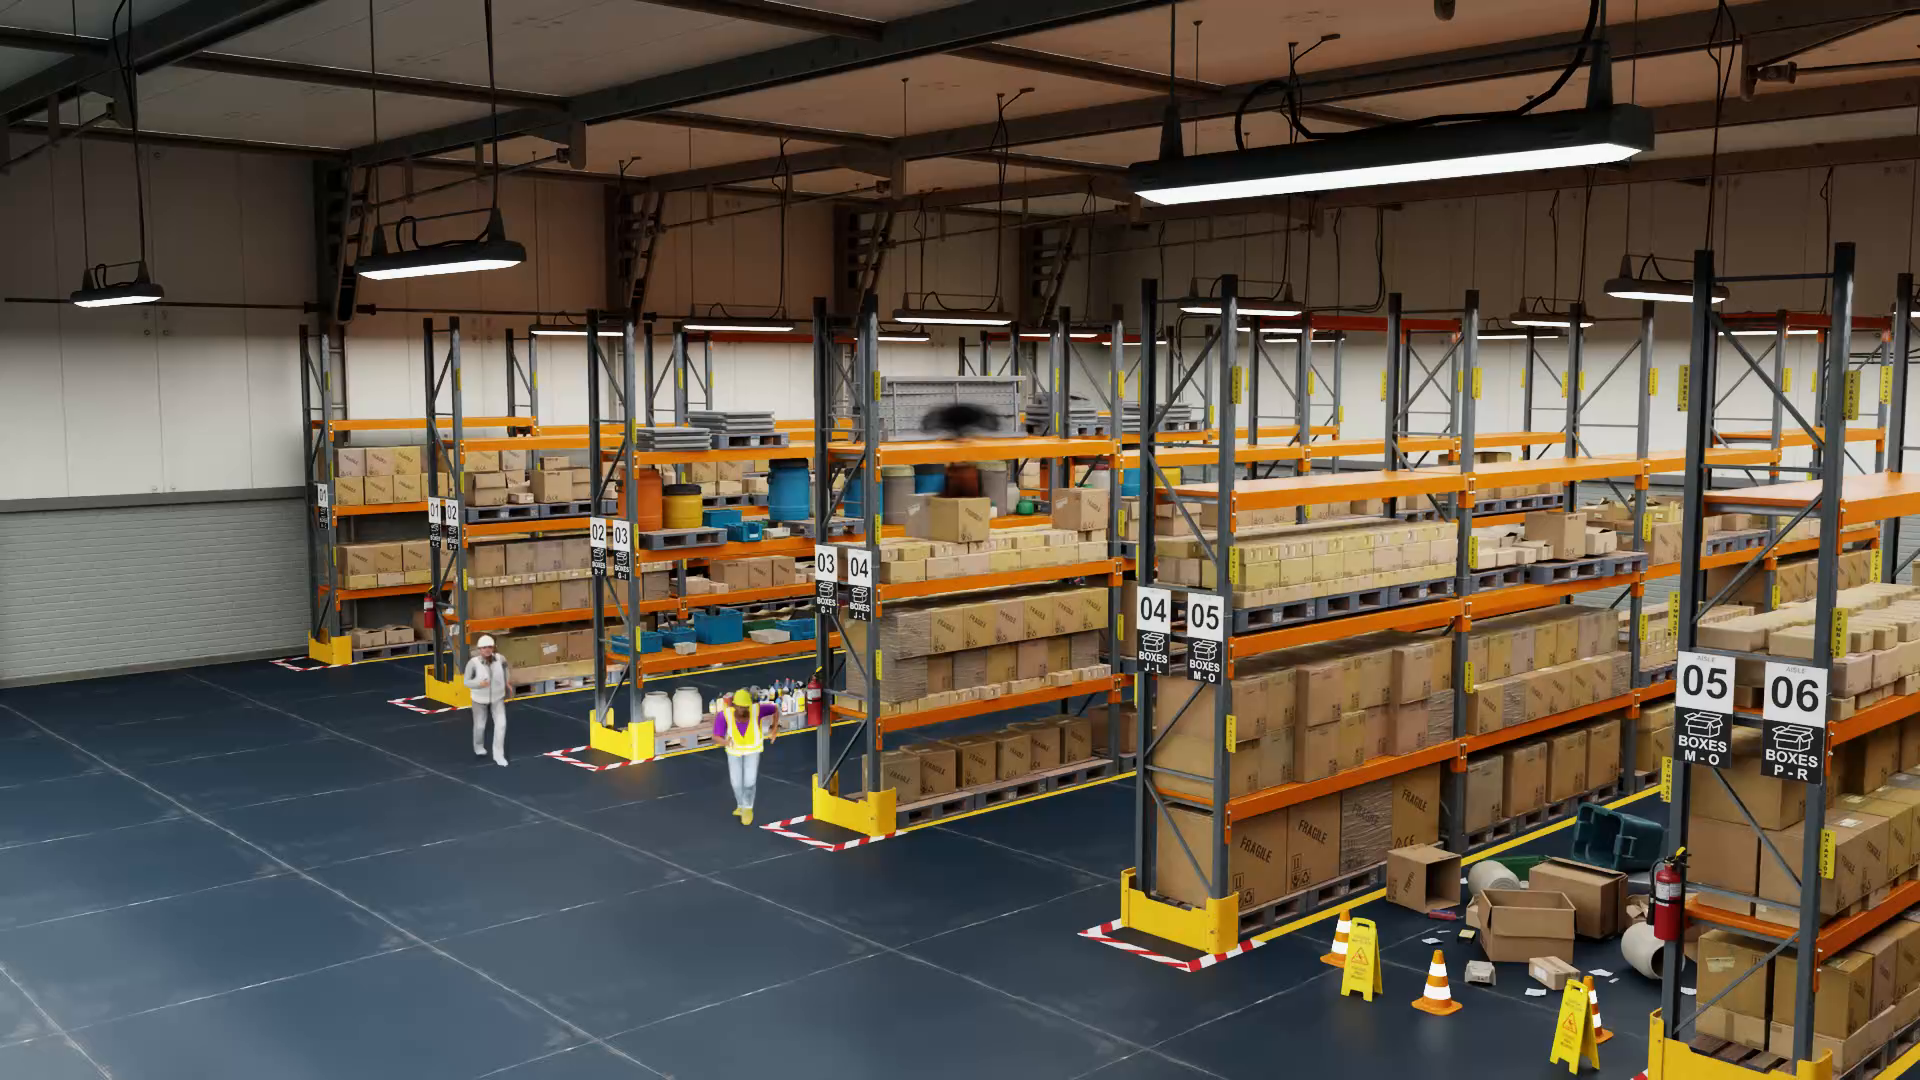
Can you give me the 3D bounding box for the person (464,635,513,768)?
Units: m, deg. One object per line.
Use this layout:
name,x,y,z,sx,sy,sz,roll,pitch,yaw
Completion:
person,-6.220,2.098,21.912,0.665,1.751,0.976,-3,6,-26

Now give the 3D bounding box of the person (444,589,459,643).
person,-8.493,1.437,28.398,0.724,1.734,0.665,4,7,34

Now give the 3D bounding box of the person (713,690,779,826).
person,-2.429,2.456,18.940,0.741,1.624,0.945,-1,6,-6
